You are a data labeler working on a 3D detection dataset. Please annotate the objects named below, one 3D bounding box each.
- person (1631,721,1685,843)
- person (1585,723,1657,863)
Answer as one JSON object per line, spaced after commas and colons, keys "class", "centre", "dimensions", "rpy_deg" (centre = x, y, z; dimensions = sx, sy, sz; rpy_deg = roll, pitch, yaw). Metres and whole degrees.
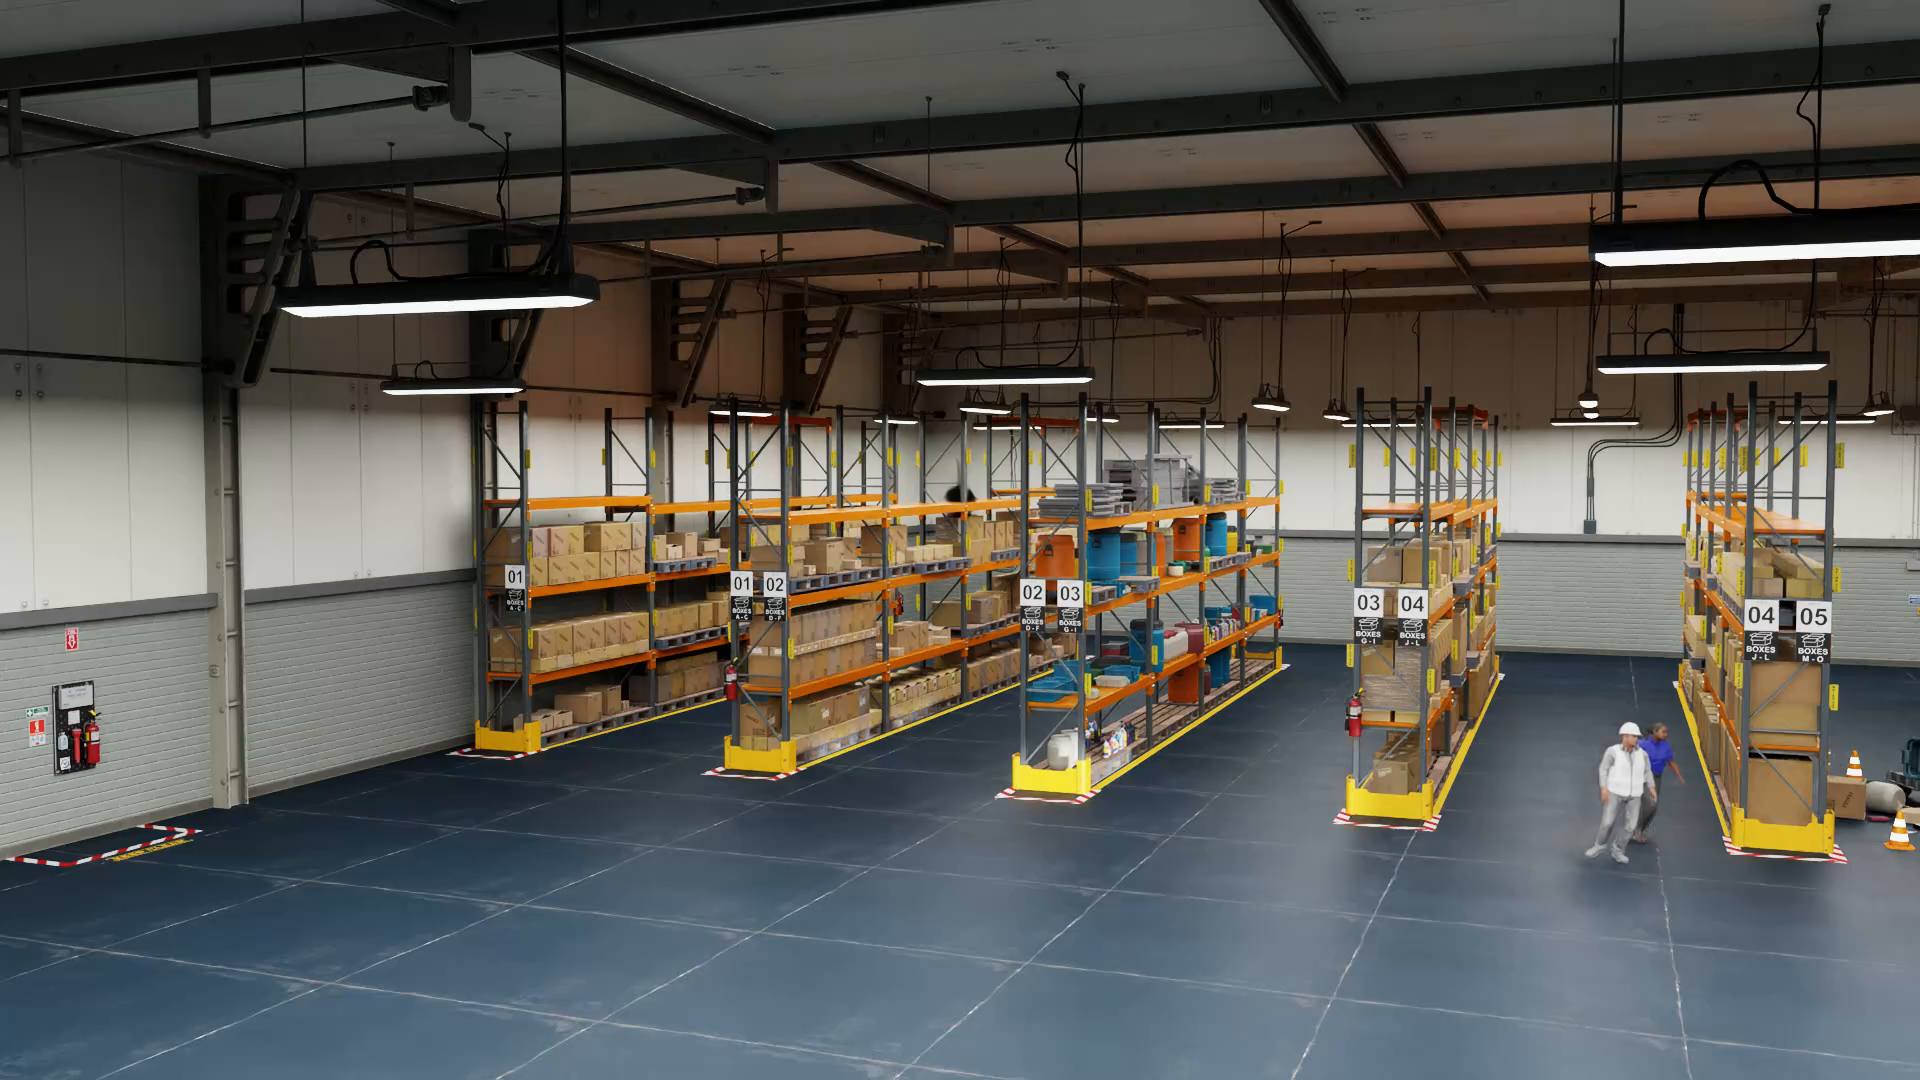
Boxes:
{"class": "person", "centre": [8.981, 3.138, 21.536], "dimensions": [0.554, 1.606, 0.783], "rpy_deg": [-1, 3, -18]}
{"class": "person", "centre": [8.185, 3.138, 20.562], "dimensions": [0.771, 1.761, 0.590], "rpy_deg": [0, 3, -4]}
